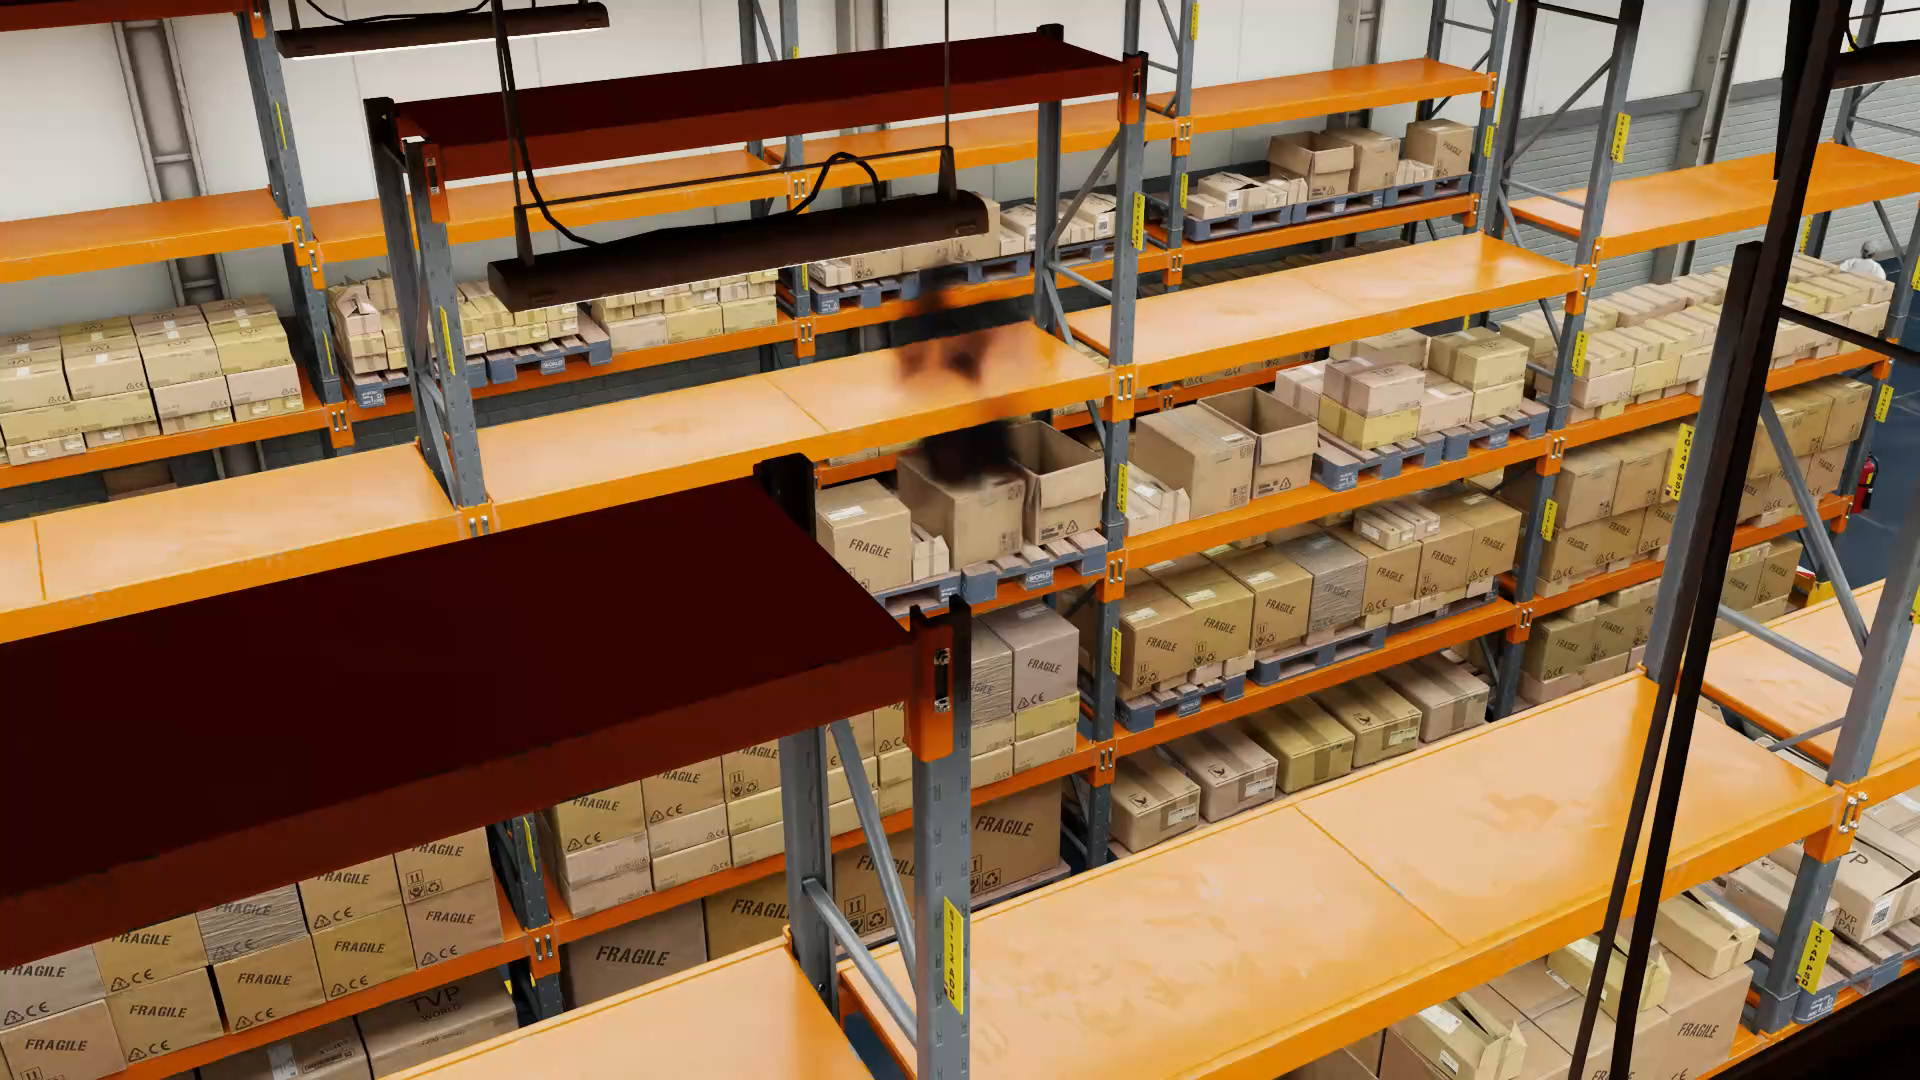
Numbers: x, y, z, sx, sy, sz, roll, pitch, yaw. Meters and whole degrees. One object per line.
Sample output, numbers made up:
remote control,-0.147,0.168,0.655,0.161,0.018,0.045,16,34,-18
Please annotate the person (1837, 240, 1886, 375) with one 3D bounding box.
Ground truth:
person,11.065,-2.861,20.617,0.795,1.738,0.595,-22,35,-35
